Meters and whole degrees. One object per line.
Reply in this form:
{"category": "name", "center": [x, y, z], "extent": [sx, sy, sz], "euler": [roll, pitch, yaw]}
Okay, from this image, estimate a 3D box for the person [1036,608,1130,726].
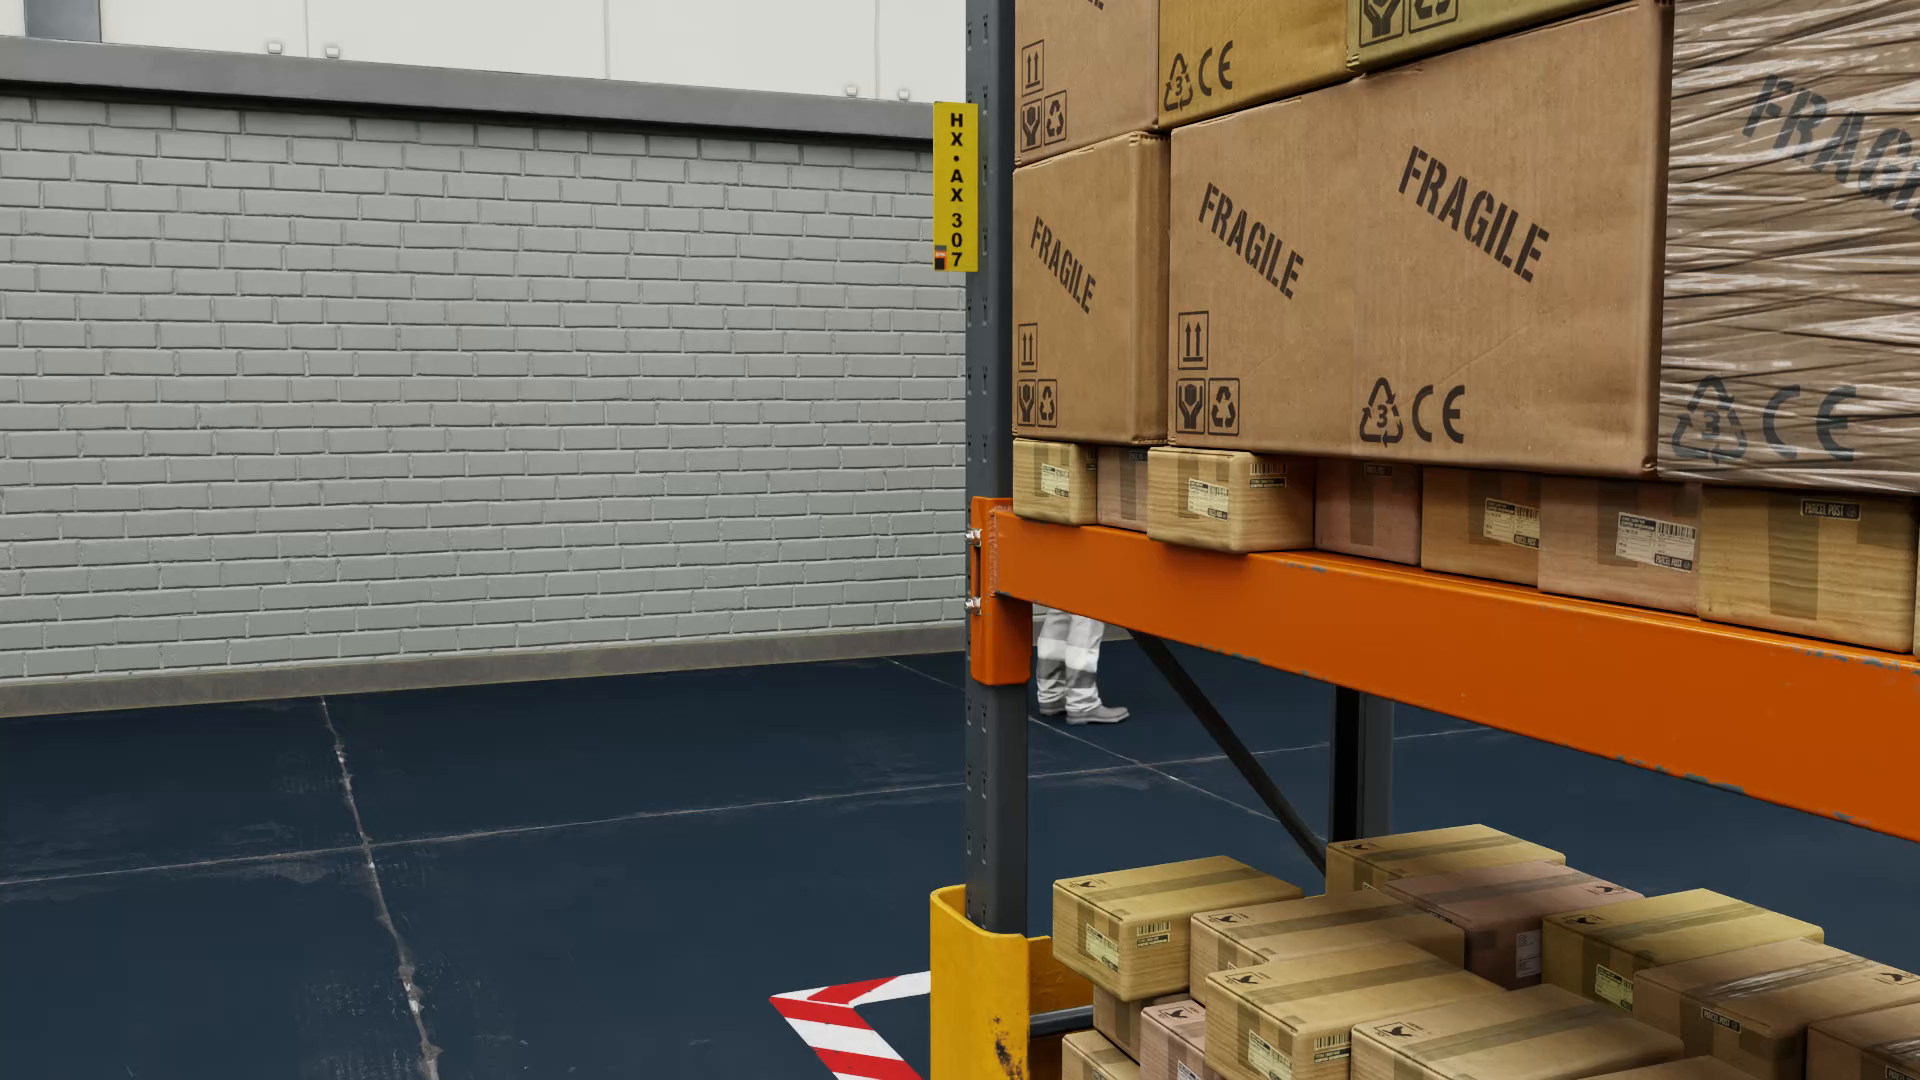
{"category": "person", "center": [0.552, -0.063, 7.727], "extent": [0.474, 1.793, 0.533], "euler": [-2, 6, -25]}
